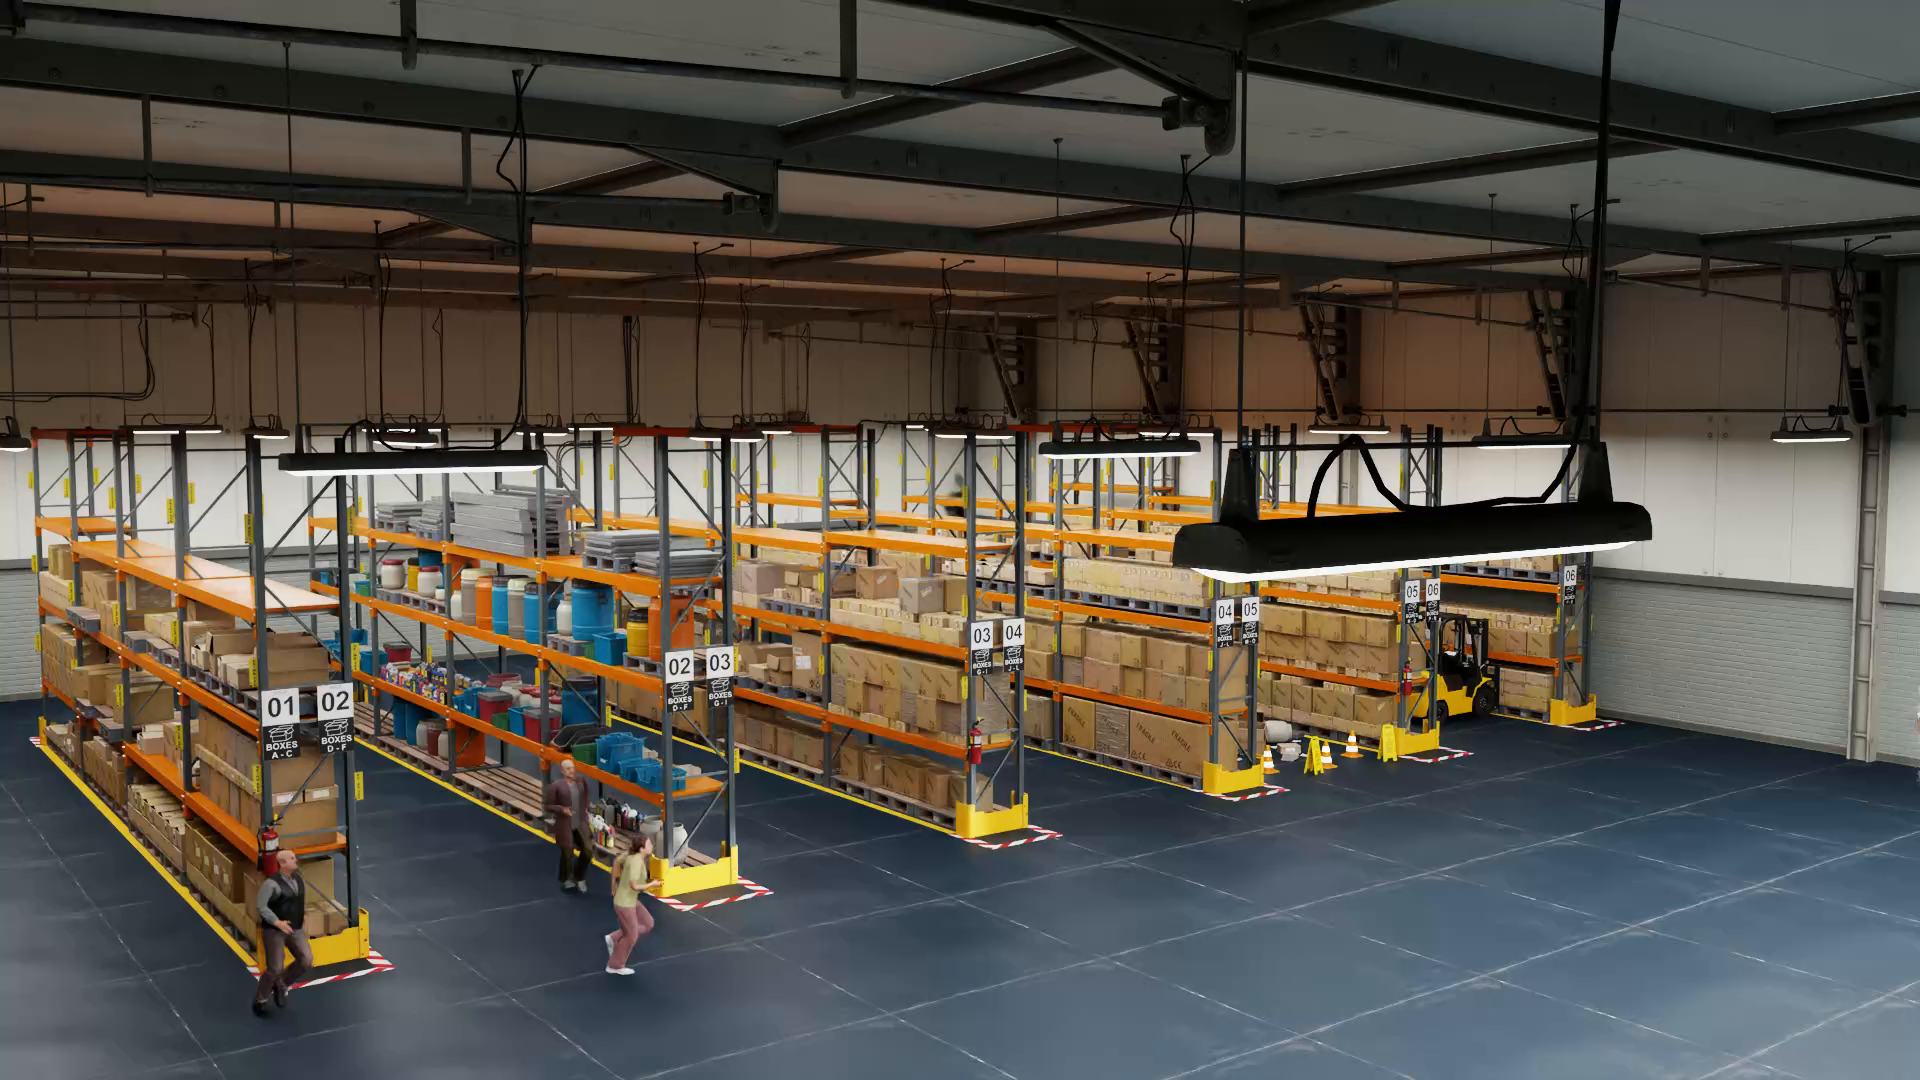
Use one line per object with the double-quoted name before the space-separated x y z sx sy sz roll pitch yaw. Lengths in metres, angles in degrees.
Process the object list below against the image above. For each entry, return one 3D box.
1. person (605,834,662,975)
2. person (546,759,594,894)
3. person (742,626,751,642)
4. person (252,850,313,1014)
"person" -3.655 4.082 18.618 0.643 1.607 0.567 -1 5 -8
"person" -5.061 3.752 21.700 0.681 1.796 0.774 -3 5 -34
"person" -5.272 2.181 41.743 0.635 1.729 0.615 4 6 45
"person" -7.106 4.110 17.585 0.574 1.656 0.713 2 5 24
